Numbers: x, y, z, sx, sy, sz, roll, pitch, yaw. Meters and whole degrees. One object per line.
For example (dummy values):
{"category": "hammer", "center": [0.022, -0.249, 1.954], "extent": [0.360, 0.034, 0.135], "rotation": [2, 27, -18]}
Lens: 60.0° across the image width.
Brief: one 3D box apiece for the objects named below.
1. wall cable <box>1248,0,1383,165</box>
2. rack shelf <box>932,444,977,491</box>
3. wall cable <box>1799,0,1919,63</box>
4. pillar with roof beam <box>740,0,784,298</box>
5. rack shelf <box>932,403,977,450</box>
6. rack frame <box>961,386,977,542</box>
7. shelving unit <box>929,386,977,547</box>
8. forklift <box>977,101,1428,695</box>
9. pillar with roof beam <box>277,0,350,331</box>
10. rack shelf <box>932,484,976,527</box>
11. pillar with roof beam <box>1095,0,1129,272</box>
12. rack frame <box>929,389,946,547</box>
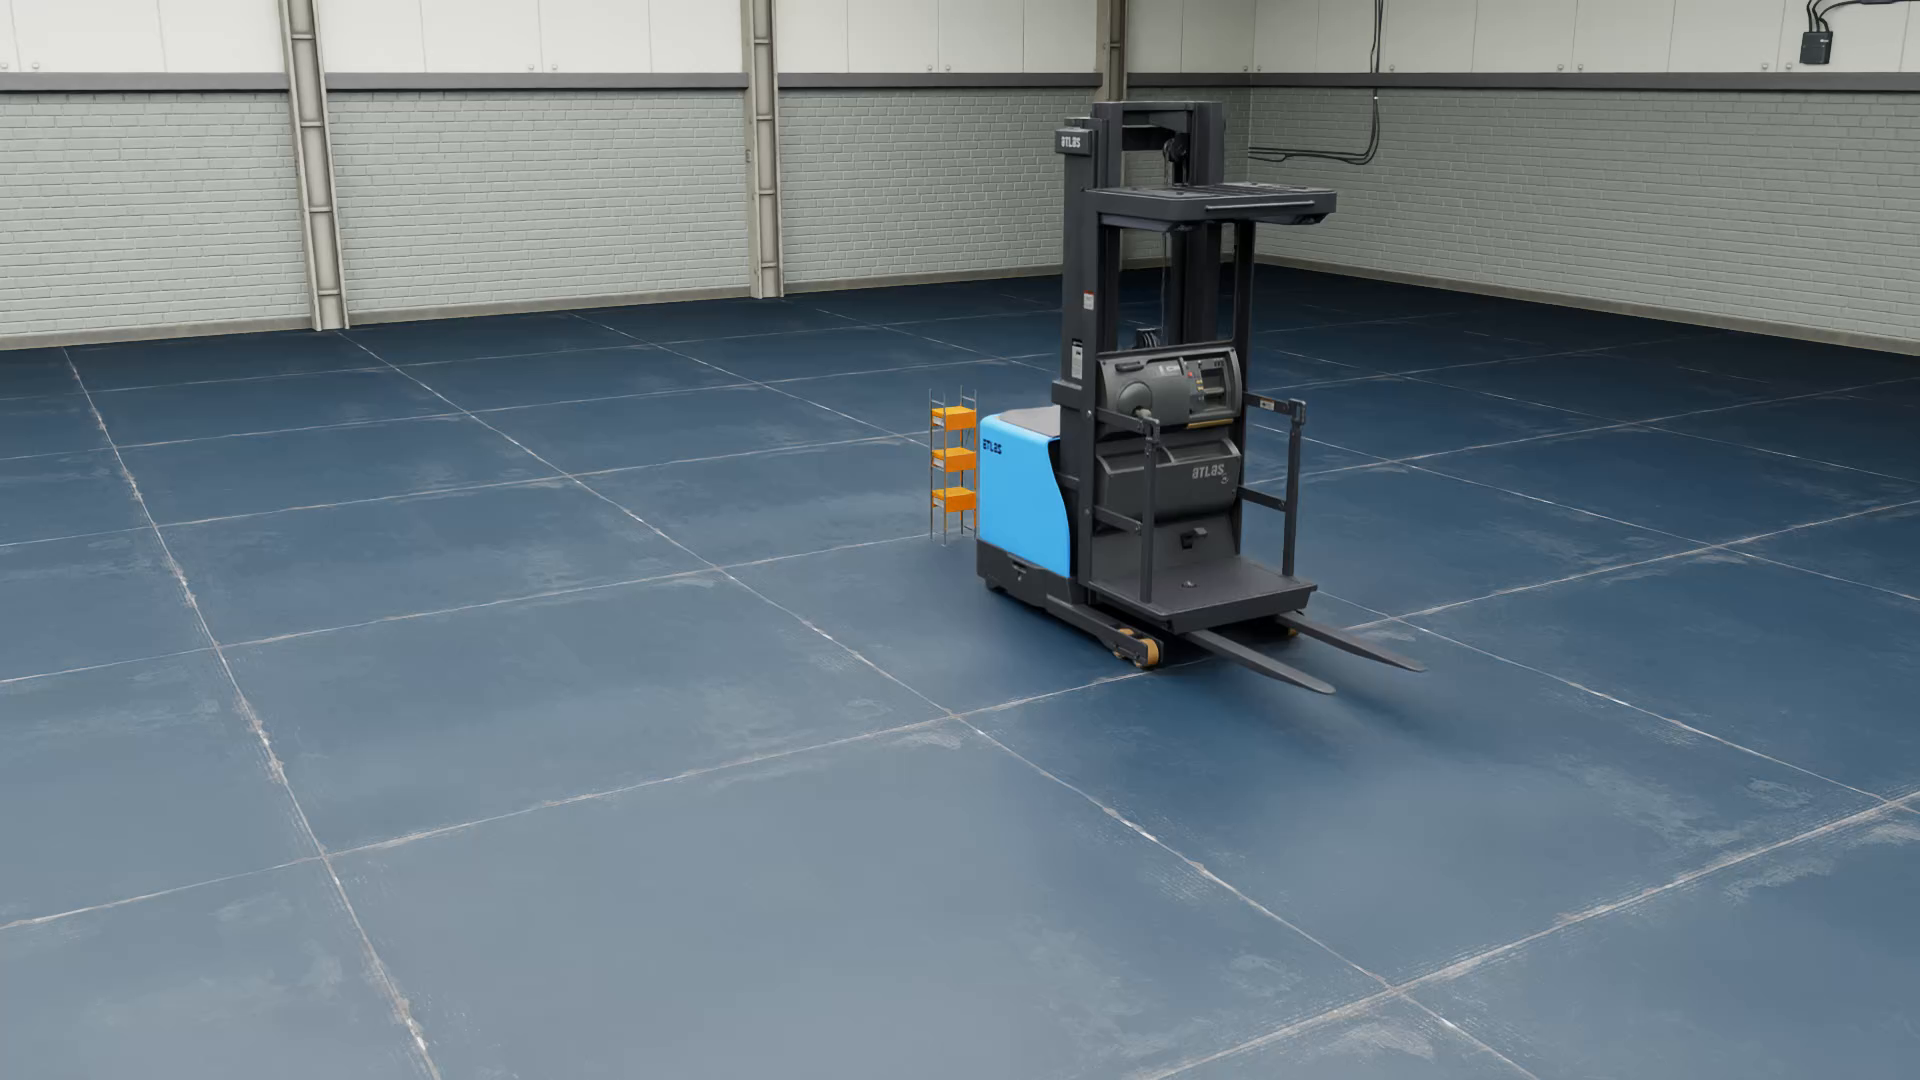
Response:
{"category": "wall cable", "center": [5.575, -7.277, 26.451], "extent": [0.112, 2.526, 3.097], "rotation": [-9, 18, -30]}
{"category": "rack shelf", "center": [-0.046, -0.488, 11.244], "extent": [0.240, 0.259, 0.215], "rotation": [-9, 18, -30]}
{"category": "wall cable", "center": [10.451, -8.211, 17.729], "extent": [0.169, 6.003, 2.305], "rotation": [-9, 18, -30]}
{"category": "pillar with roof beam", "center": [-0.557, -6.839, 19.134], "extent": [0.400, 9.000, 9.100], "rotation": [-9, 18, -30]}
{"category": "rack shelf", "center": [-0.046, -0.761, 11.168], "extent": [0.240, 0.259, 0.215], "rotation": [-9, 18, -30]}
{"category": "rack frame", "center": [0.059, -0.515, 11.302], "extent": [0.008, 1.050, 0.200], "rotation": [-9, 18, -30]}
{"category": "shelving unit", "center": [-0.046, -0.498, 11.242], "extent": [0.252, 1.050, 0.215], "rotation": [-9, 18, -30]}
{"category": "forklift", "center": [1.284, -0.859, 9.046], "extent": [1.130, 2.935, 3.031], "rotation": [-9, 18, -29]}
{"category": "pillar with roof beam", "center": [-5.700, -6.005, 16.159], "extent": [0.400, 9.000, 9.100], "rotation": [-9, 18, -30]}
{"category": "rack shelf", "center": [-0.046, -0.220, 11.319], "extent": [0.240, 0.259, 0.215], "rotation": [-9, 18, -30]}
{"category": "pillar with roof beam", "center": [4.586, -7.673, 22.109], "extent": [0.400, 9.000, 9.100], "rotation": [-9, 18, -30]}
{"category": "rack frame", "center": [-0.150, -0.481, 11.181], "extent": [0.008, 1.050, 0.200], "rotation": [-9, 18, -30]}
